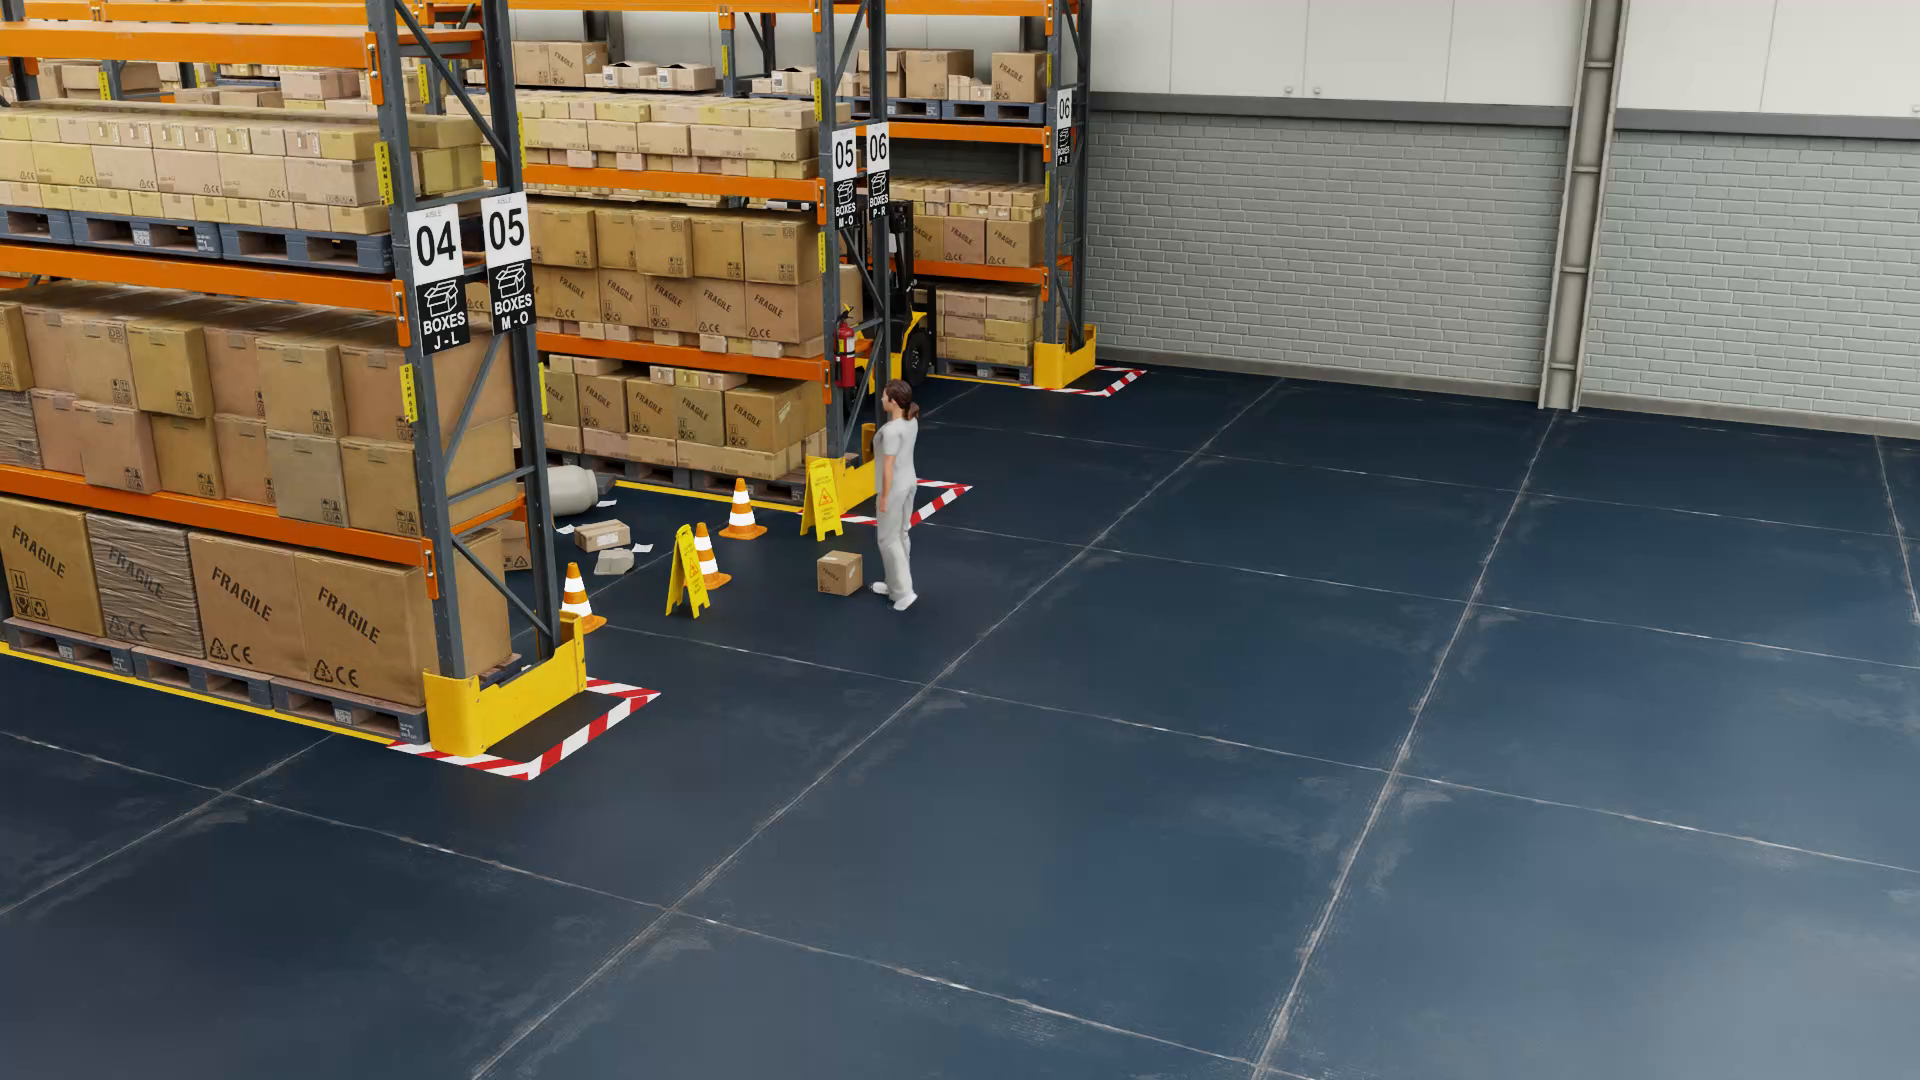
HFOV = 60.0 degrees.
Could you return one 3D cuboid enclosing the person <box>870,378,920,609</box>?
[{"bbox_3d":[-0.473,-0.319,12.114,0.467,1.750,0.446,9,21,23],"label":"person"}]
